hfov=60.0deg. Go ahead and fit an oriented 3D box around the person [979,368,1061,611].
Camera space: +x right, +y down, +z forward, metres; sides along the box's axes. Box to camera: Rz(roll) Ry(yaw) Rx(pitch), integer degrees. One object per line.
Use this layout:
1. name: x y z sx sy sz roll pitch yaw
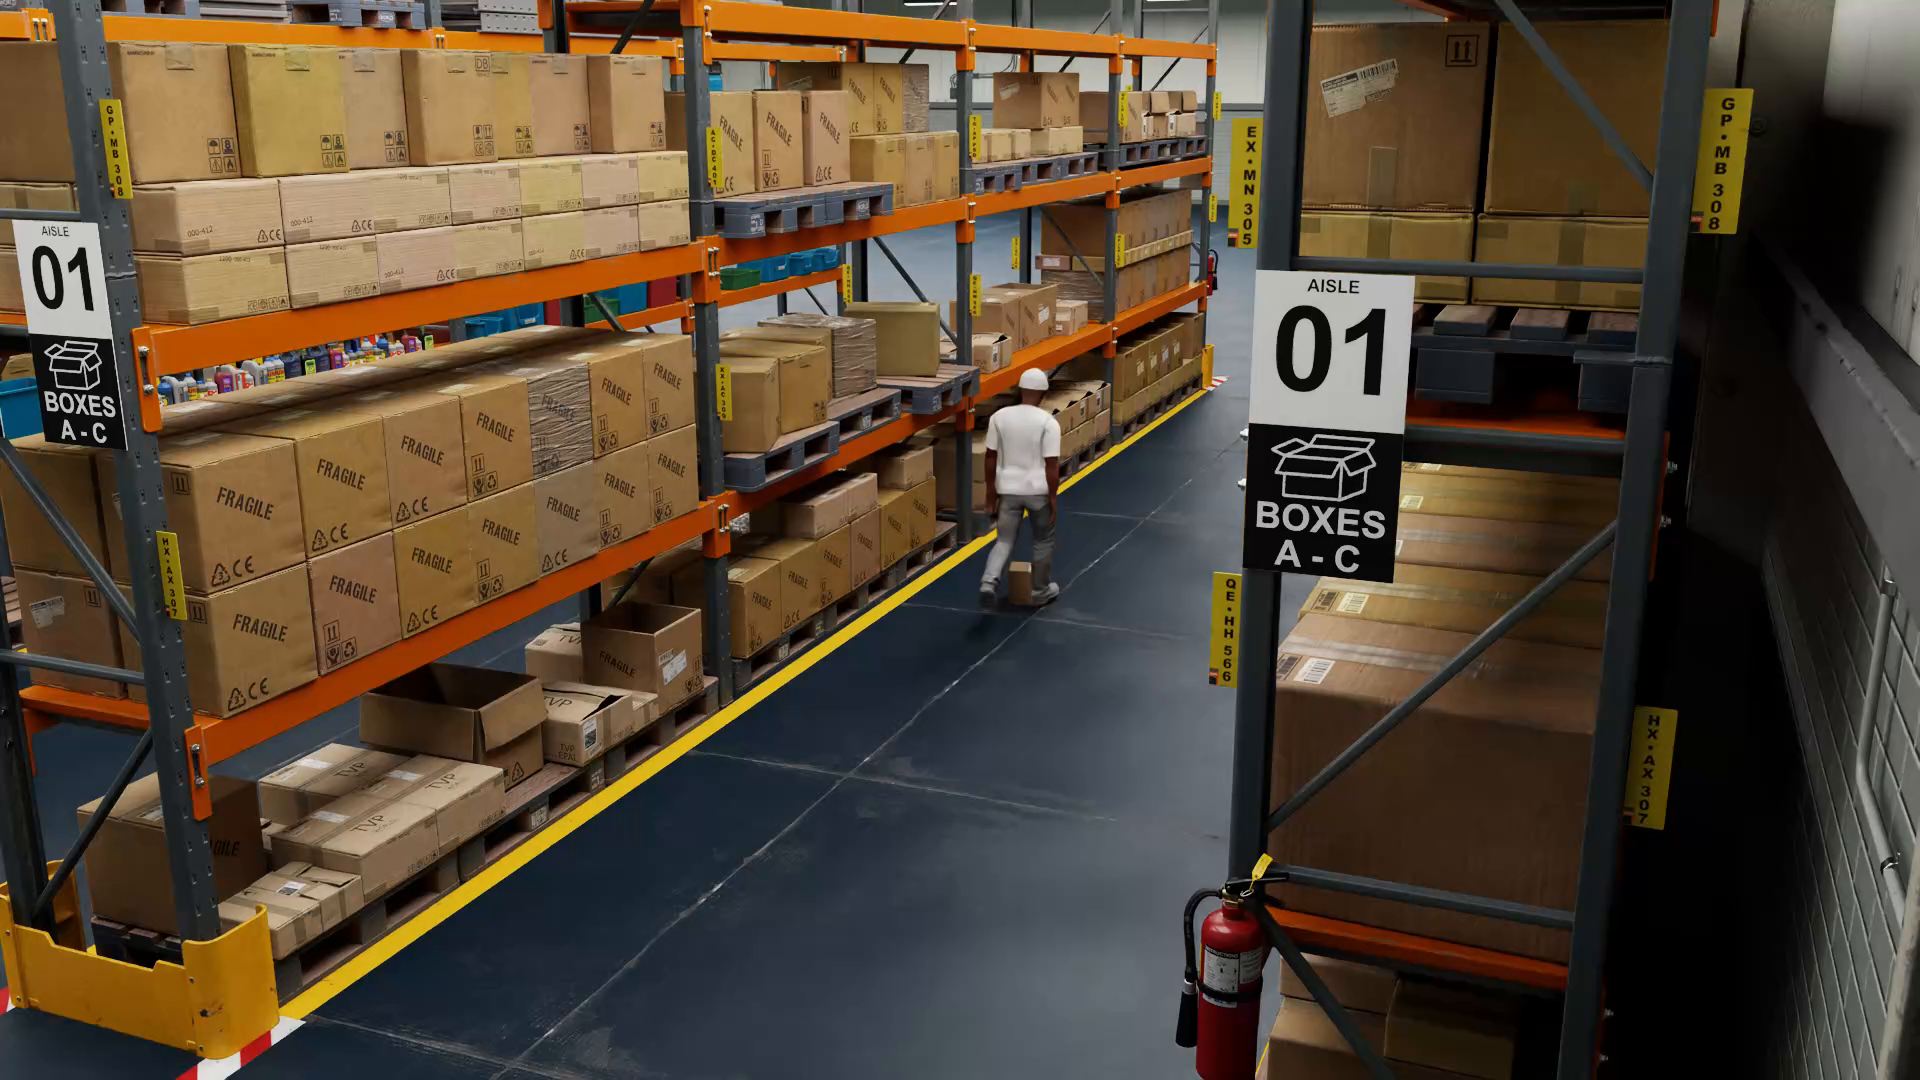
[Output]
1. person: 0.414 -0.325 11.695 0.574 1.734 0.948 6 17 22
